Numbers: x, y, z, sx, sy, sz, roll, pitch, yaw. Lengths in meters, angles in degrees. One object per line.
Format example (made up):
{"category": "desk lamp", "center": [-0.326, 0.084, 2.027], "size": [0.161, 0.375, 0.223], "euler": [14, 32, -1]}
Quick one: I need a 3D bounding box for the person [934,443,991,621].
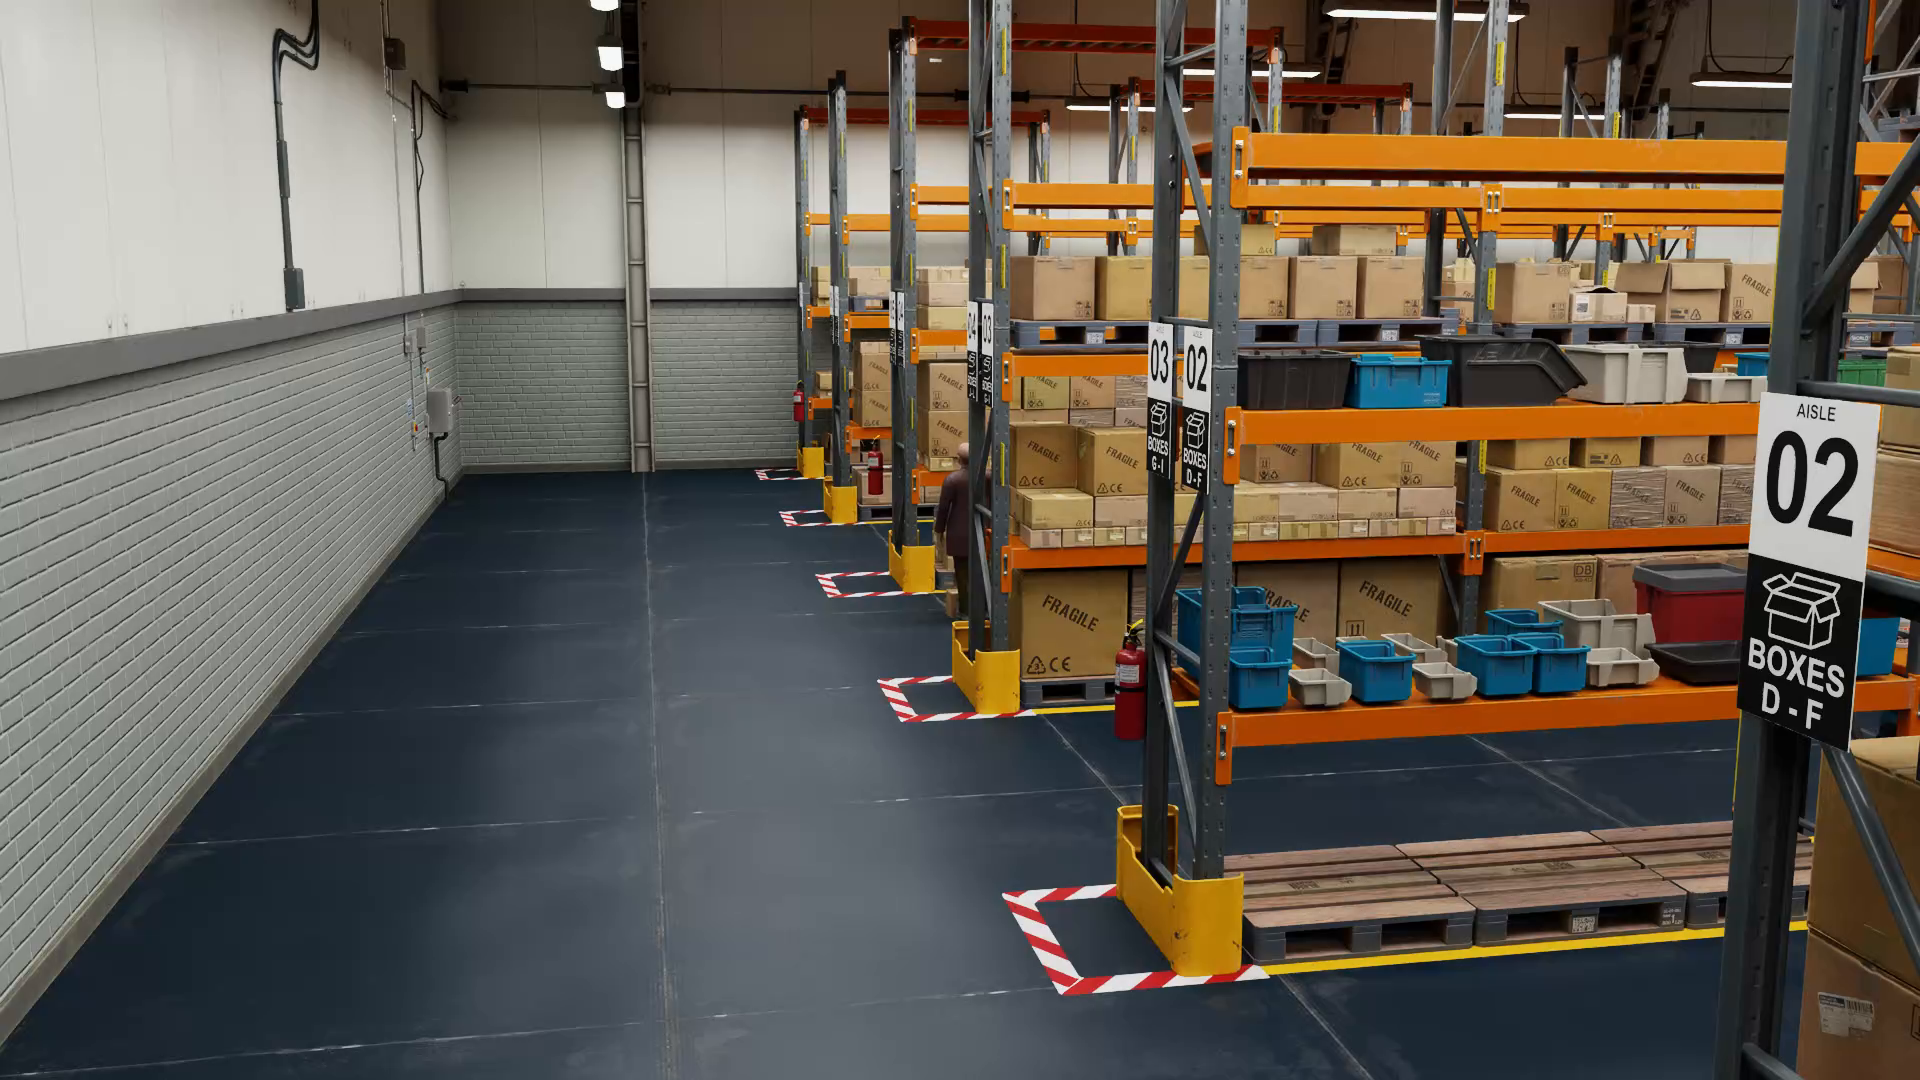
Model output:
{"category": "person", "center": [0.070, -0.094, 16.443], "size": [0.695, 1.775, 0.577], "euler": [-2, 10, -11]}
